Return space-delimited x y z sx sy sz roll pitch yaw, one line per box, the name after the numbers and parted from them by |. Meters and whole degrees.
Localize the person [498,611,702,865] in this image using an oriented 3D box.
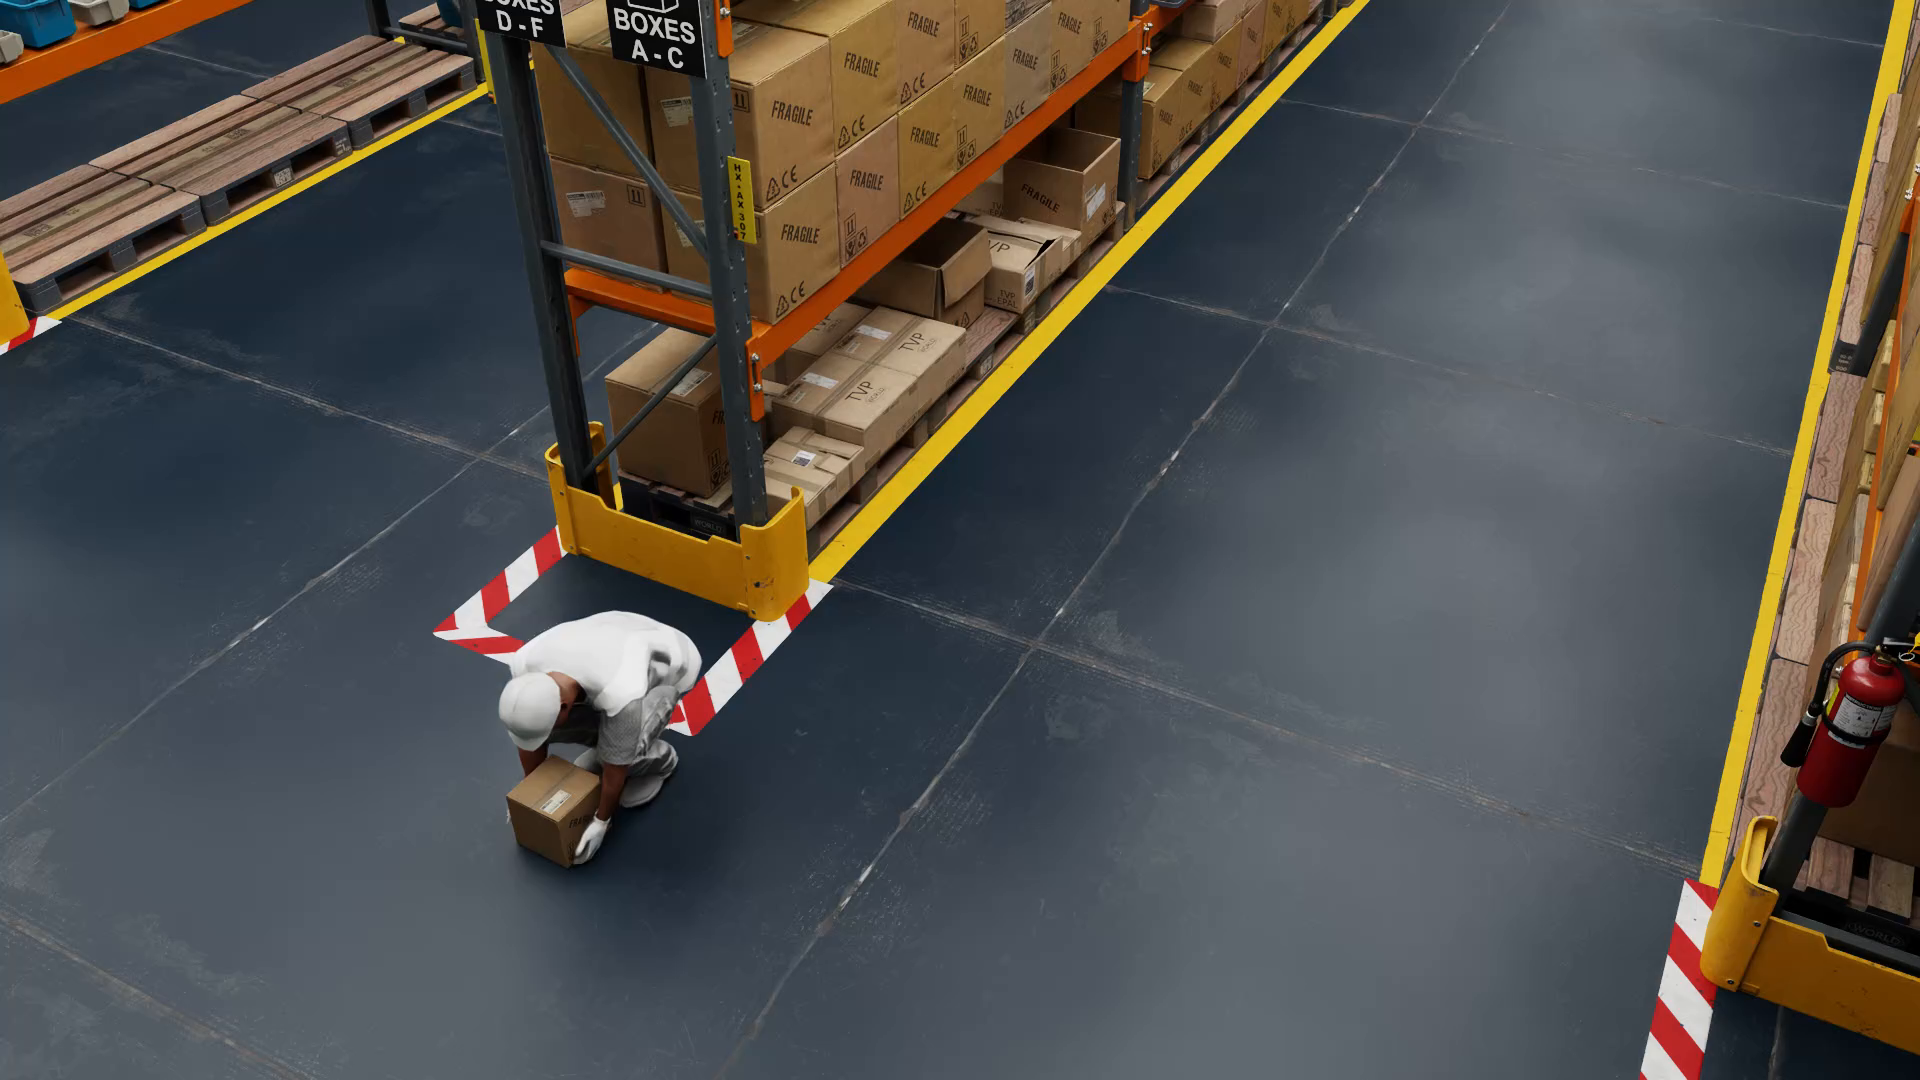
-1.313 0.638 6.101 0.573 0.897 0.906 21 42 25 | person
